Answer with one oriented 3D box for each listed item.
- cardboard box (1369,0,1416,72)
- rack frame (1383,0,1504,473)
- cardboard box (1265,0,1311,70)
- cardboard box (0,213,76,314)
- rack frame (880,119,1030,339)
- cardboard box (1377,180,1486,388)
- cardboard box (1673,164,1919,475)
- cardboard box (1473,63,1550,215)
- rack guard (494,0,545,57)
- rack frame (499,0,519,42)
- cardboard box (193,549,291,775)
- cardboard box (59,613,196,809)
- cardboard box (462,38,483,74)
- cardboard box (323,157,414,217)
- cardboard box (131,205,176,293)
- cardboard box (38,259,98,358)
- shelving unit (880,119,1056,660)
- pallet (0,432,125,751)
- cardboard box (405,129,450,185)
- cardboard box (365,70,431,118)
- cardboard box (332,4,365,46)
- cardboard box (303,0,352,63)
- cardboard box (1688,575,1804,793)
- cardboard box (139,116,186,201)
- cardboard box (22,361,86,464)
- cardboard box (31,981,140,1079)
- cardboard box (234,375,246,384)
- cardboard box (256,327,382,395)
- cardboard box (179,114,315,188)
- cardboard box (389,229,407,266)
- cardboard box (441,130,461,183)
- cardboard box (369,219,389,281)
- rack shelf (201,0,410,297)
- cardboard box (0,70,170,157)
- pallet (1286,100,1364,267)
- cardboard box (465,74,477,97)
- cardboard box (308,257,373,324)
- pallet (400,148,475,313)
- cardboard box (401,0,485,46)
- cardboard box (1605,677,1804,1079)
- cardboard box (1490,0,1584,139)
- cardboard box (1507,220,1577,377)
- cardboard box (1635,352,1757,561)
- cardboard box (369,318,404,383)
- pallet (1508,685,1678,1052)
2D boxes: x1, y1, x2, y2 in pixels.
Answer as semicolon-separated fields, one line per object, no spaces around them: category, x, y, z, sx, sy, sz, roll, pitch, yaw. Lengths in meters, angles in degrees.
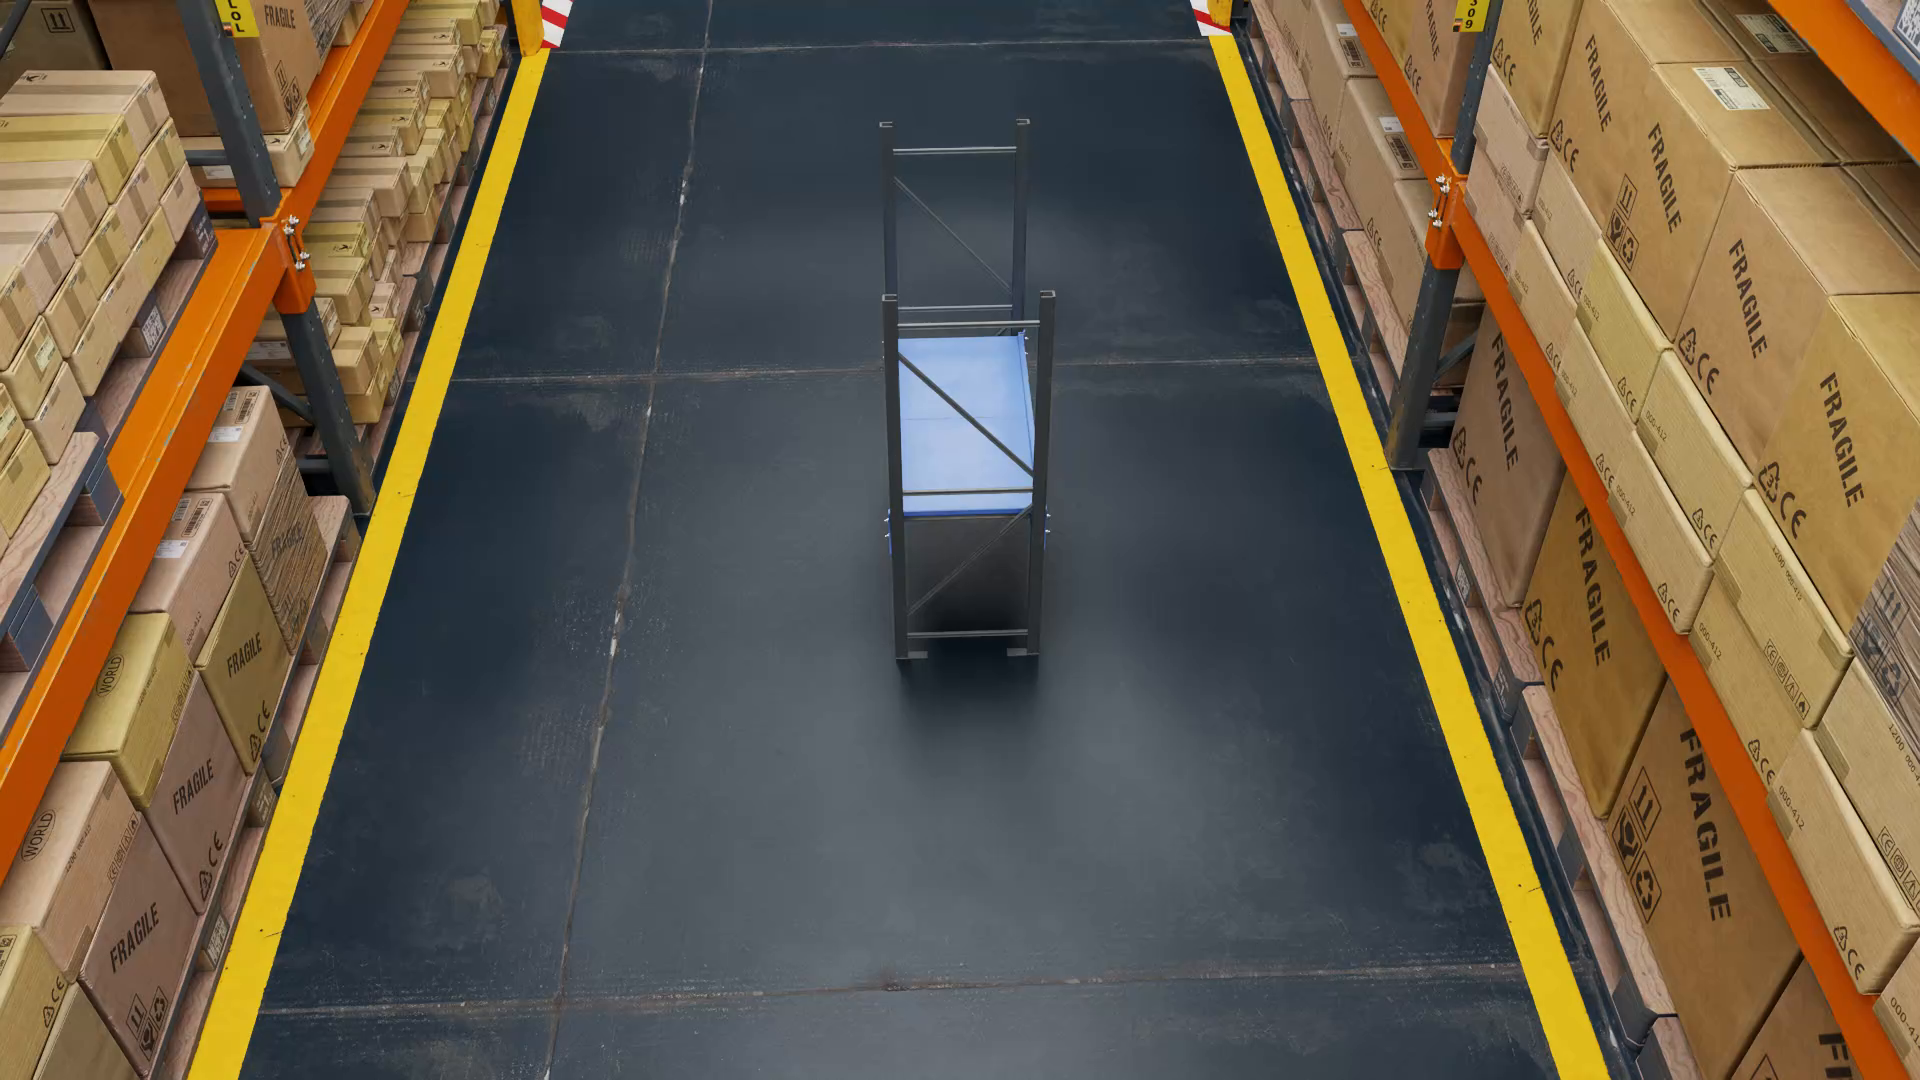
cardboard box;1.887;-2.118;6.267;0.500;0.500;0.500;-3;43;-3
rack frame;2.190;-1.428;5.588;1.000;3.000;0.127;-2;43;-2
cardboard box;2.148;-2.896;8.775;0.875;0.438;0.875;-3;43;-3
cardboard box;-2.507;-0.701;4.230;0.380;0.149;0.250;-2;43;-2
rack frame;-0.018;-0.838;6.055;0.500;1.500;0.032;-2;43;-2
cardboard box;2.270;-1.065;6.778;0.875;0.438;0.875;-2;43;-2
cardboard box;2.017;-0.498;3.760;0.500;0.500;0.500;-2;43;-2
cardboard box;1.927;-1.252;5.137;0.500;0.250;0.500;-3;43;-3
rack guard;-2.918;-2.946;9.094;1.175;0.500;0.348;-2;43;-2
rack frame;-2.922;-3.918;8.305;1.000;3.000;0.127;-2;43;-2
cardboard box;-2.447;0.387;5.146;0.500;0.500;0.500;-3;43;-3
cardboard box;-2.422;0.472;4.500;0.500;0.250;0.500;-3;43;-4
cardboard box;-2.590;-2.433;8.263;0.380;0.149;0.250;-3;43;-4
cardboard box;-2.535;-1.486;7.010;0.380;0.149;0.250;-1;43;-1
cardboard box;-2.525;-0.842;4.824;0.380;0.149;0.250;-1;43;-2
cardboard box;-2.501;-0.597;4.336;0.380;0.149;0.250;-3;43;-3
shelving unit;0.004;-0.495;5.680;0.538;1.500;1.048;-2;43;-2
pallet;-2.707;0.218;3.934;1.003;0.211;1.213;-2;43;-2
cardboard box;-2.524;-1.725;7.491;0.380;0.149;0.250;-1;43;-1
cardboard box;-2.640;-2.011;7.583;0.380;0.149;0.250;-3;43;-3
cardboard box;-2.537;-2.033;6.433;0.380;0.149;0.250;-1;43;-1
cardboard box;-2.549;-2.040;5.961;0.500;0.500;0.500;-2;43;-2
cardboard box;2.036;0.309;3.804;0.500;0.250;0.500;-2;43;-2
cardboard box;-2.538;-1.127;4.914;0.380;0.149;0.250;0;43;0
cardboard box;-2.489;-0.317;4.251;0.380;0.149;0.250;-3;43;-4
cardboard box;-2.382;1.425;4.015;0.500;0.500;0.500;-1;43;-1
cardboard box;-3.036;-0.755;6.652;0.380;0.149;0.250;-1;43;-1
cardboard box;-2.447;-0.685;6.357;0.380;0.149;0.250;0;43;0
cardboard box;-2.437;-1.326;5.663;0.380;0.149;0.250;0;43;0
cardboard box;-2.627;-1.273;7.218;0.380;0.149;0.250;-3;43;-4
cardboard box;-2.565;-1.799;7.792;0.380;0.149;0.250;-1;43;-1
cardboard box;-2.603;-1.199;6.918;0.380;0.149;0.250;-4;43;-4
rack shelf;-2.837;-2.303;7.075;1.077;0.370;4.000;-2;43;-2
cardboard box;-2.540;-1.234;4.811;0.380;0.149;0.250;0;43;0
pallet;2.181;-1.741;7.994;1.003;0.211;1.213;-2;43;-2
cardboard box;-2.654;-2.321;8.362;0.380;0.149;0.250;-2;43;-2
cardboard box;-2.512;-0.967;6.444;0.380;0.149;0.250;0;43;0
pallet;-2.870;-1.468;7.695;1.003;0.211;1.213;-2;43;-2
cardboard box;-2.555;-2.549;8.170;0.380;0.149;0.250;-3;43;-3
cardboard box;2.379;0.830;4.387;0.875;0.875;0.875;-1;43;-1
cardboard box;1.921;-1.528;4.884;0.500;0.500;0.500;-1;43;-1
cardboard box;1.968;-0.719;4.926;0.500;0.250;0.500;-3;43;-3
cardboard box;1.995;-0.218;4.009;0.500;0.250;0.500;-3;43;-3
cardboard box;-2.457;-0.756;6.654;0.380;0.149;0.250;0;43;-1
pallet;2.352;0.944;5.064;1.003;0.211;1.213;-2;43;-2
